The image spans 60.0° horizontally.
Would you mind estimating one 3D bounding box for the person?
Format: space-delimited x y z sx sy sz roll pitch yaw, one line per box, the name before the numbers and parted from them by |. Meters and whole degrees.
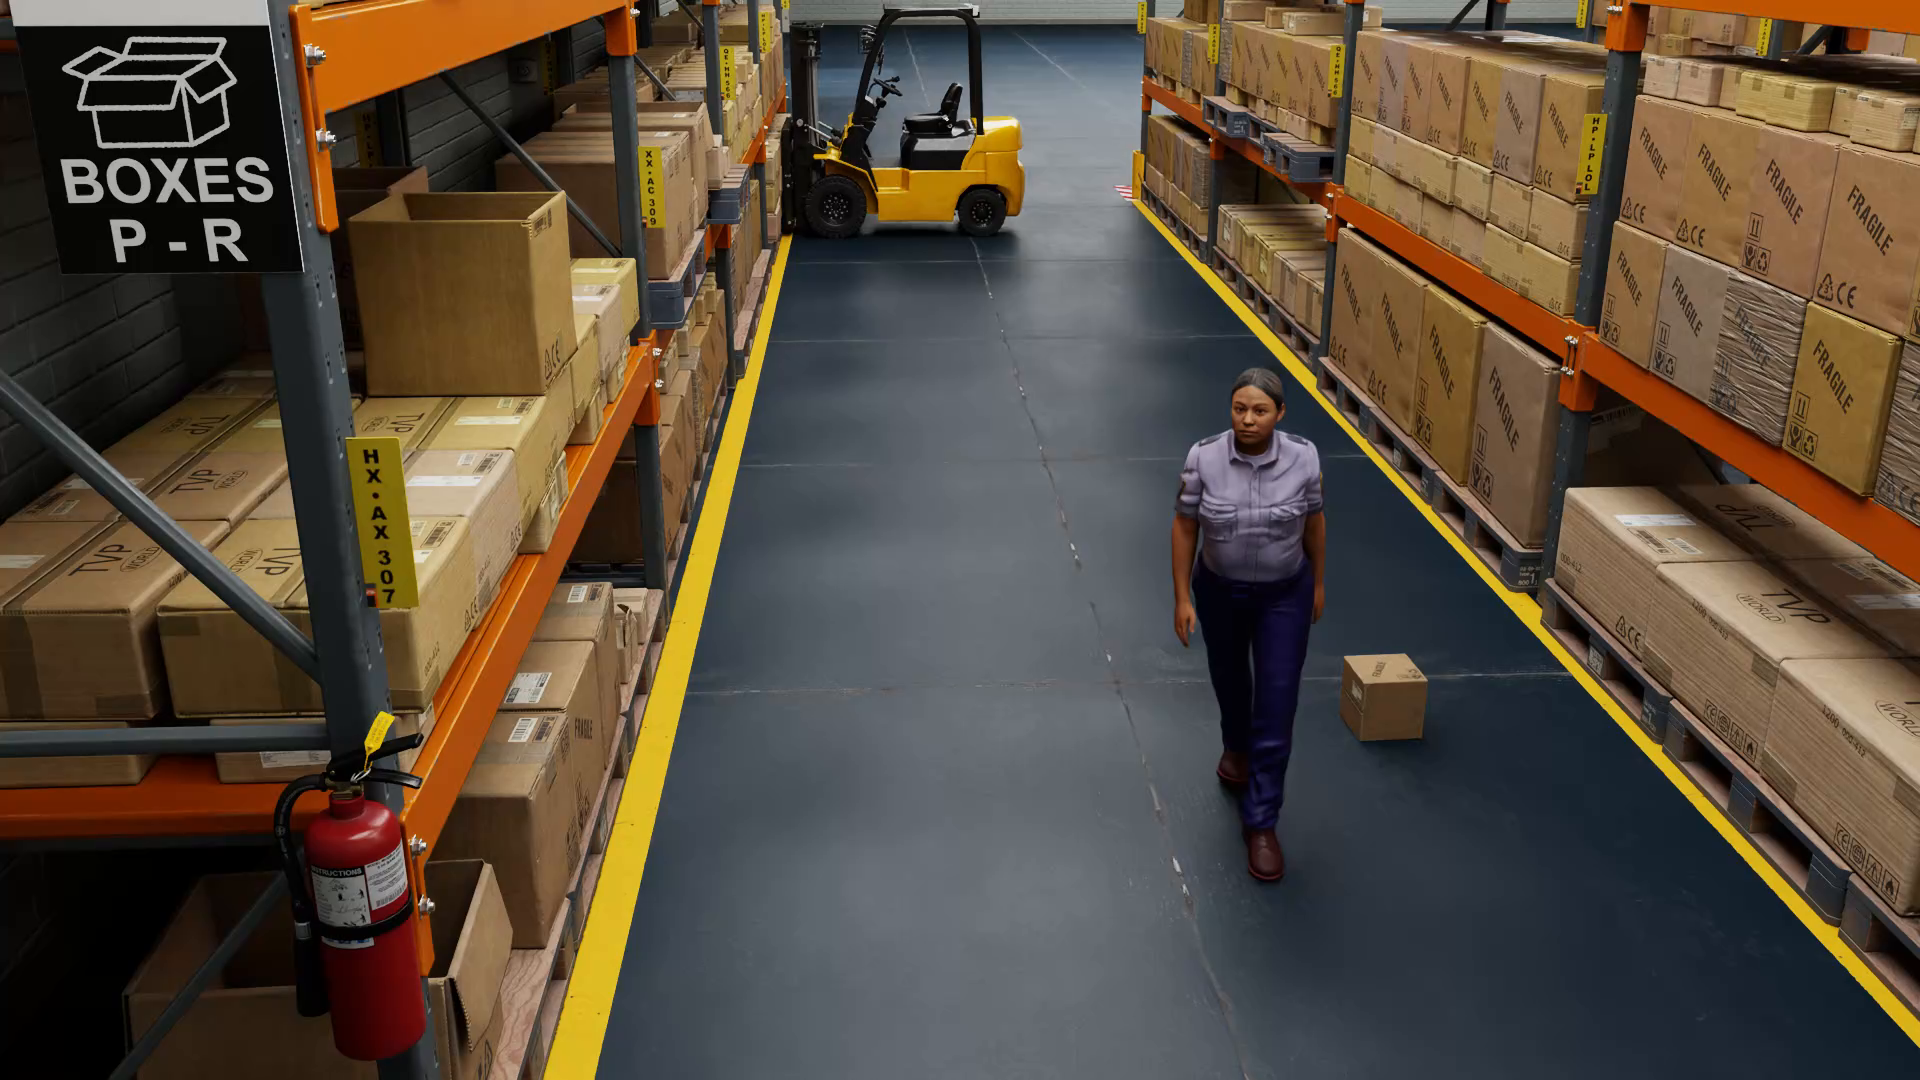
person | 0.952 0.197 5.566 0.506 1.606 0.884 6 21 16
